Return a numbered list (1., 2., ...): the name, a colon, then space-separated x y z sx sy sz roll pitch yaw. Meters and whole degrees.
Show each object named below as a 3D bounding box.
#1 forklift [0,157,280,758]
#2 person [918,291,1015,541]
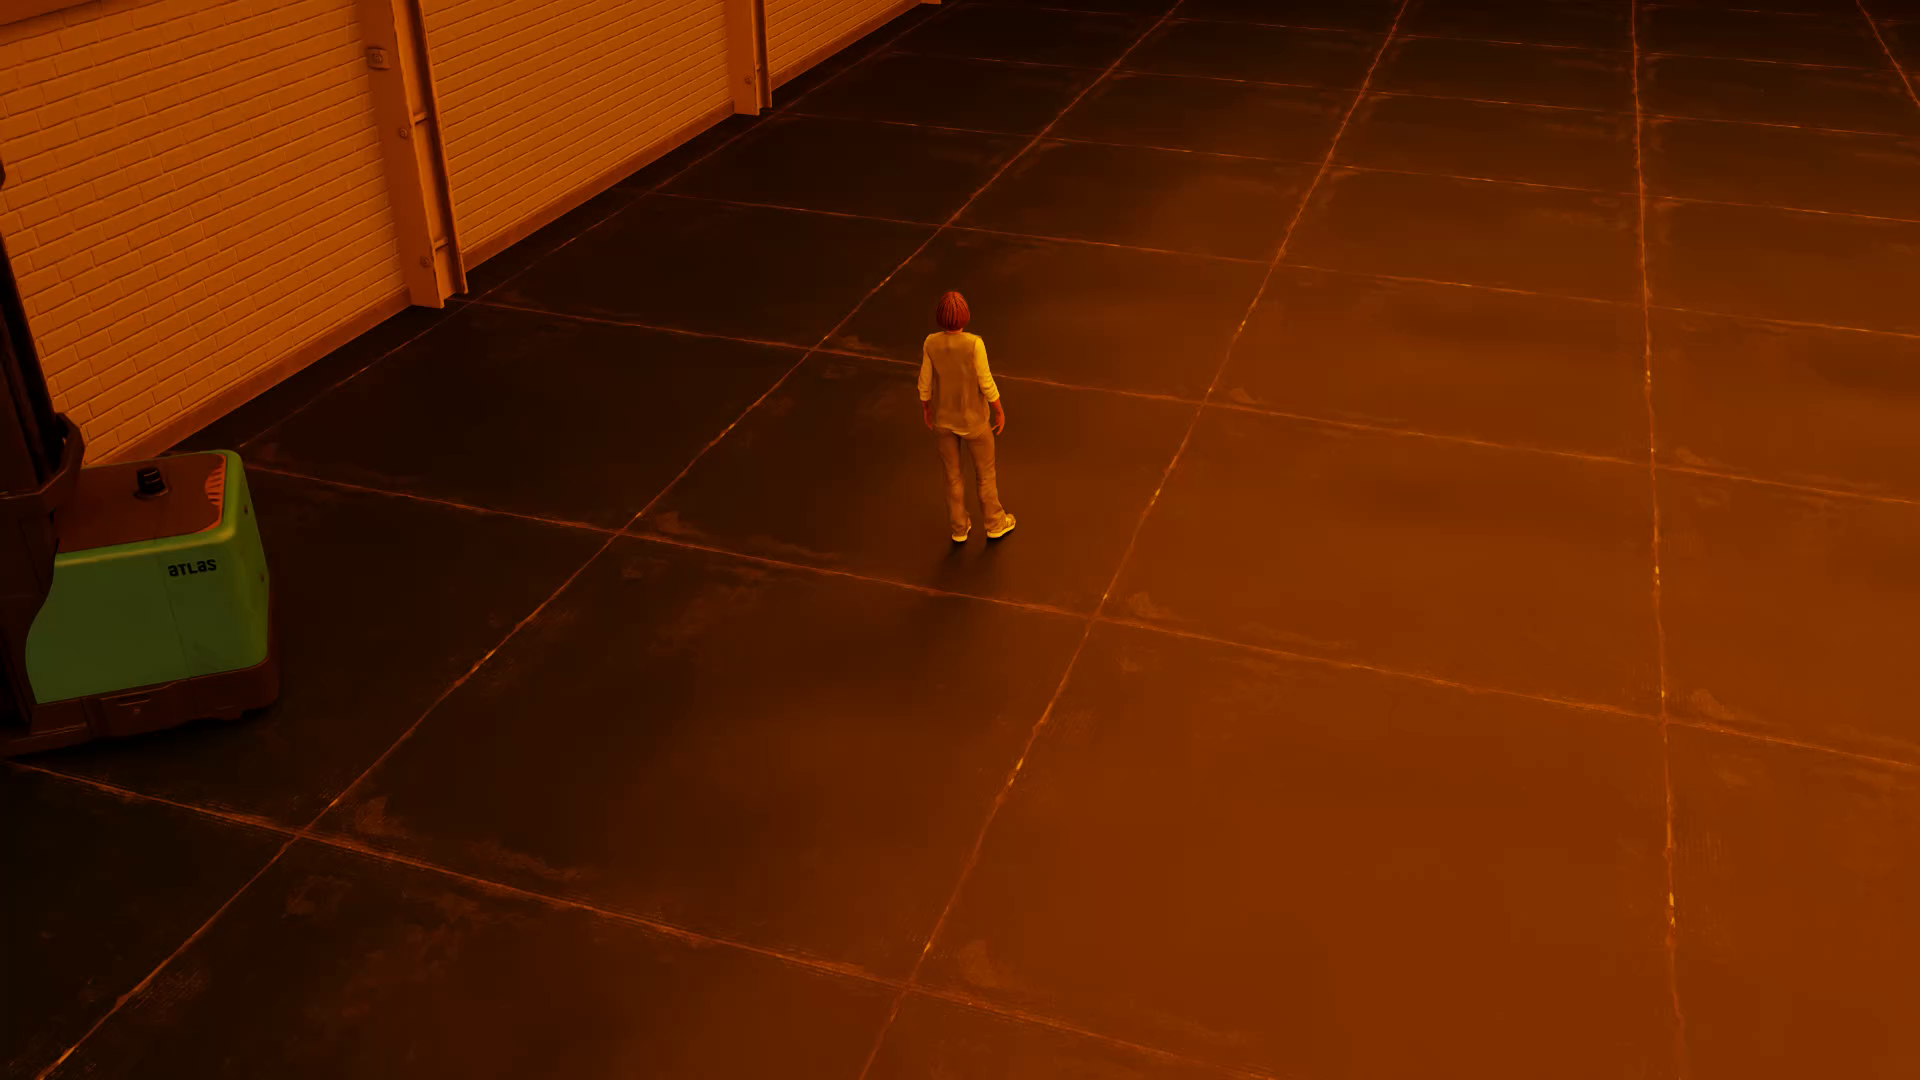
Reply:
1. forklift: -5.074 -0.370 7.786 3.031 2.935 1.130 -10 31 -17
2. person: 0.038 -0.733 9.754 0.520 1.599 0.473 10 31 16
